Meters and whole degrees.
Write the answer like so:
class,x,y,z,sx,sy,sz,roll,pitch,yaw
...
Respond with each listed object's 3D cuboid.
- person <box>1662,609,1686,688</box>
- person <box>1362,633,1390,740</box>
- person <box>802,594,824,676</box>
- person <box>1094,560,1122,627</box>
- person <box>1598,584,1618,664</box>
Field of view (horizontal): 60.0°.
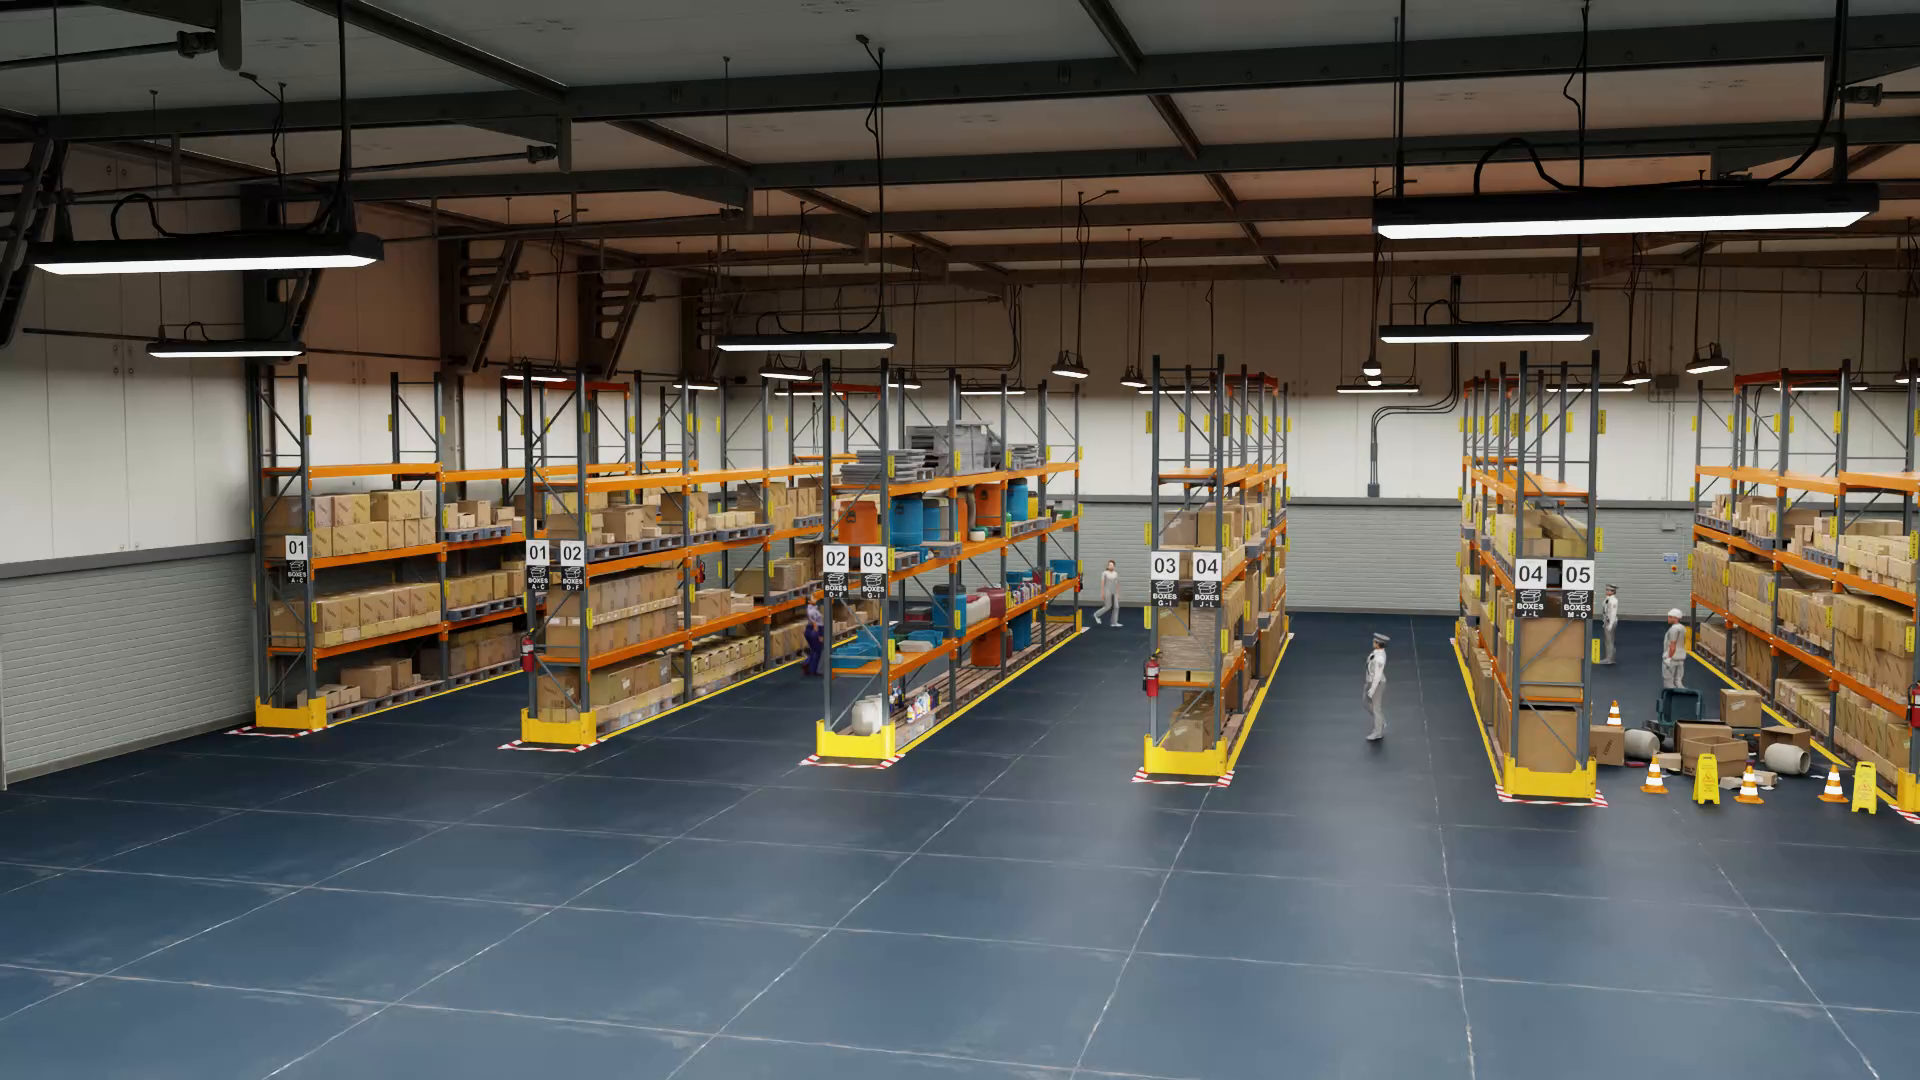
class,x,y,z,sx,sy,sz,roll,pitch,yaw
person,12.522,2.107,29.218,0.587,1.798,0.419,-2,4,-26
person,6.671,2.322,26.630,0.431,1.684,0.569,0,4,-2
person,-2.872,1.888,32.924,0.454,1.636,0.504,-3,5,-35
person,3.686,1.323,41.259,0.457,1.651,0.712,-4,5,-43
person,13.647,1.756,34.986,0.364,1.689,0.529,2,4,26
